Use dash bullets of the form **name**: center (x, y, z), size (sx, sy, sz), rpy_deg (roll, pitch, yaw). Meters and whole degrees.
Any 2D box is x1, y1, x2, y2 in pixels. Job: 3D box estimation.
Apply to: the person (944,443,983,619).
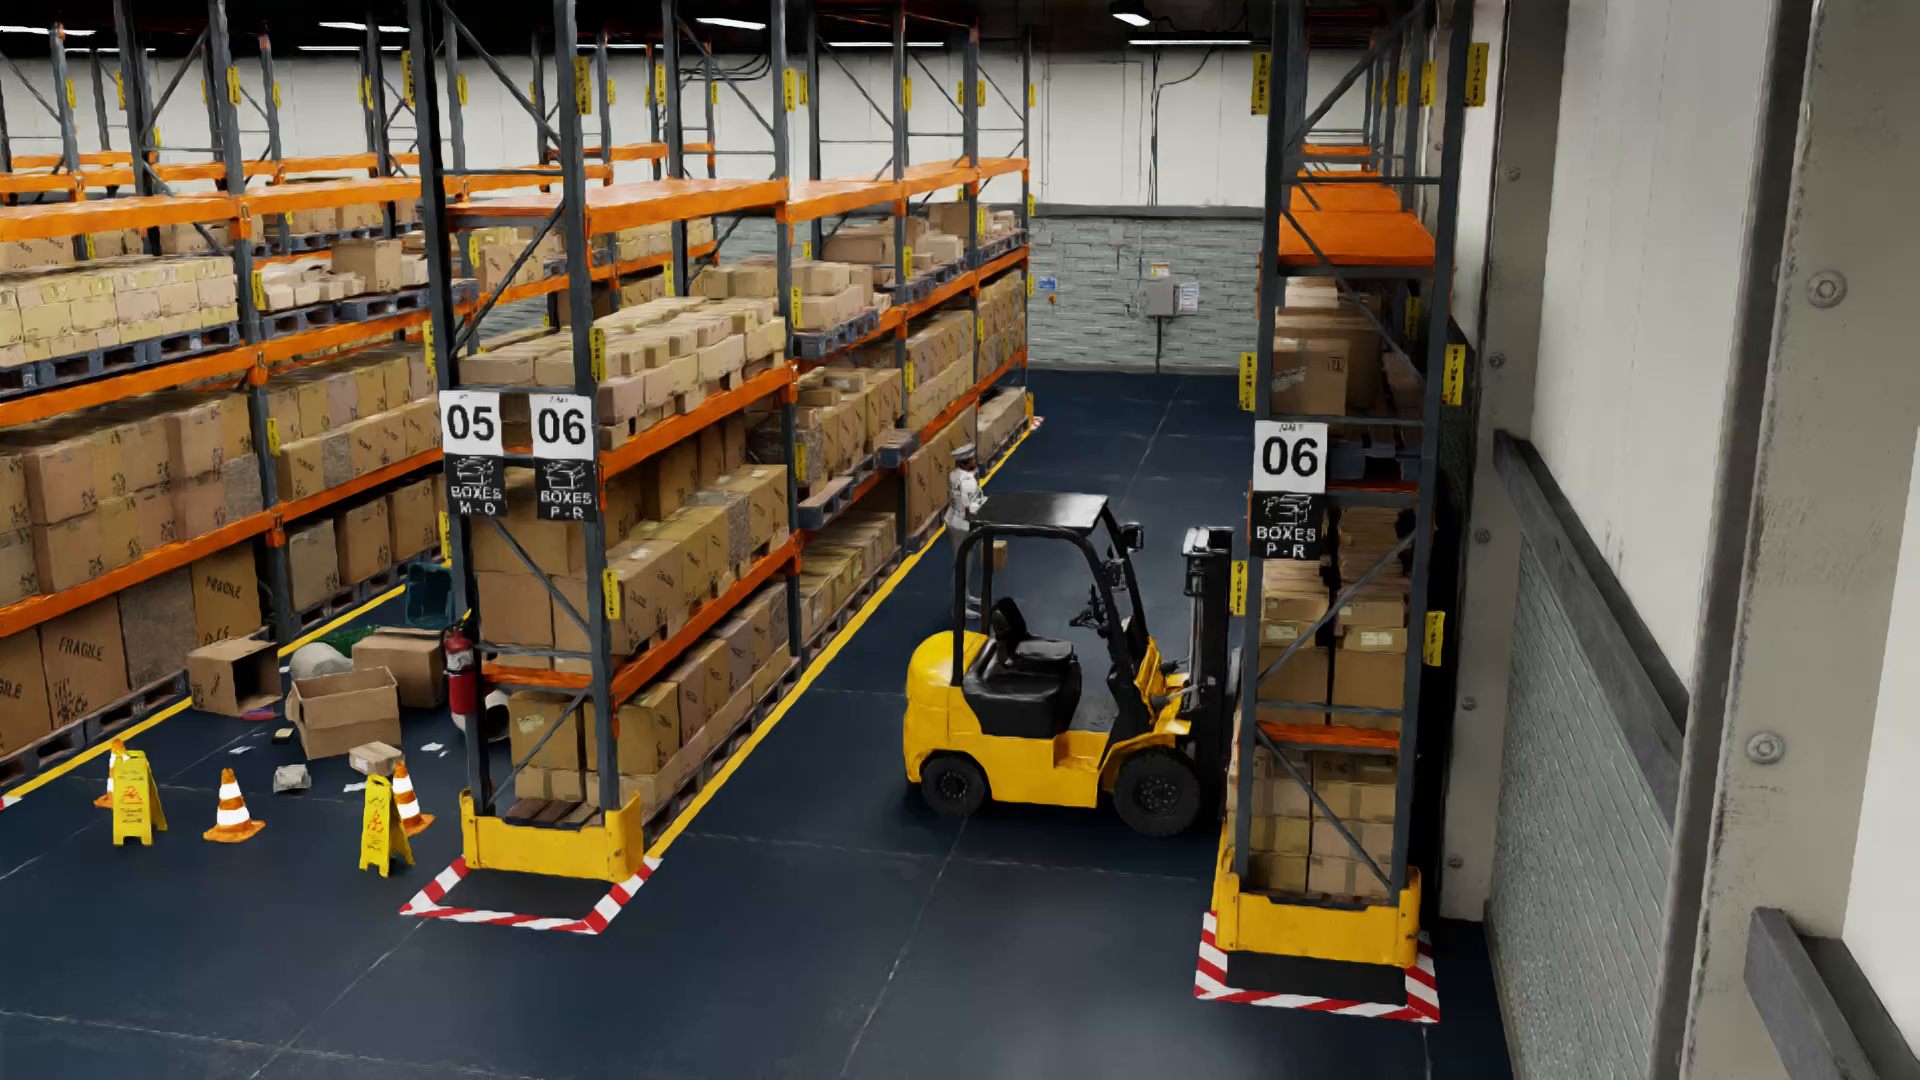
- **person**: center (0.079, -0.104, 16.278), size (0.430, 1.685, 0.519), rpy_deg (-4, 15, -16)
